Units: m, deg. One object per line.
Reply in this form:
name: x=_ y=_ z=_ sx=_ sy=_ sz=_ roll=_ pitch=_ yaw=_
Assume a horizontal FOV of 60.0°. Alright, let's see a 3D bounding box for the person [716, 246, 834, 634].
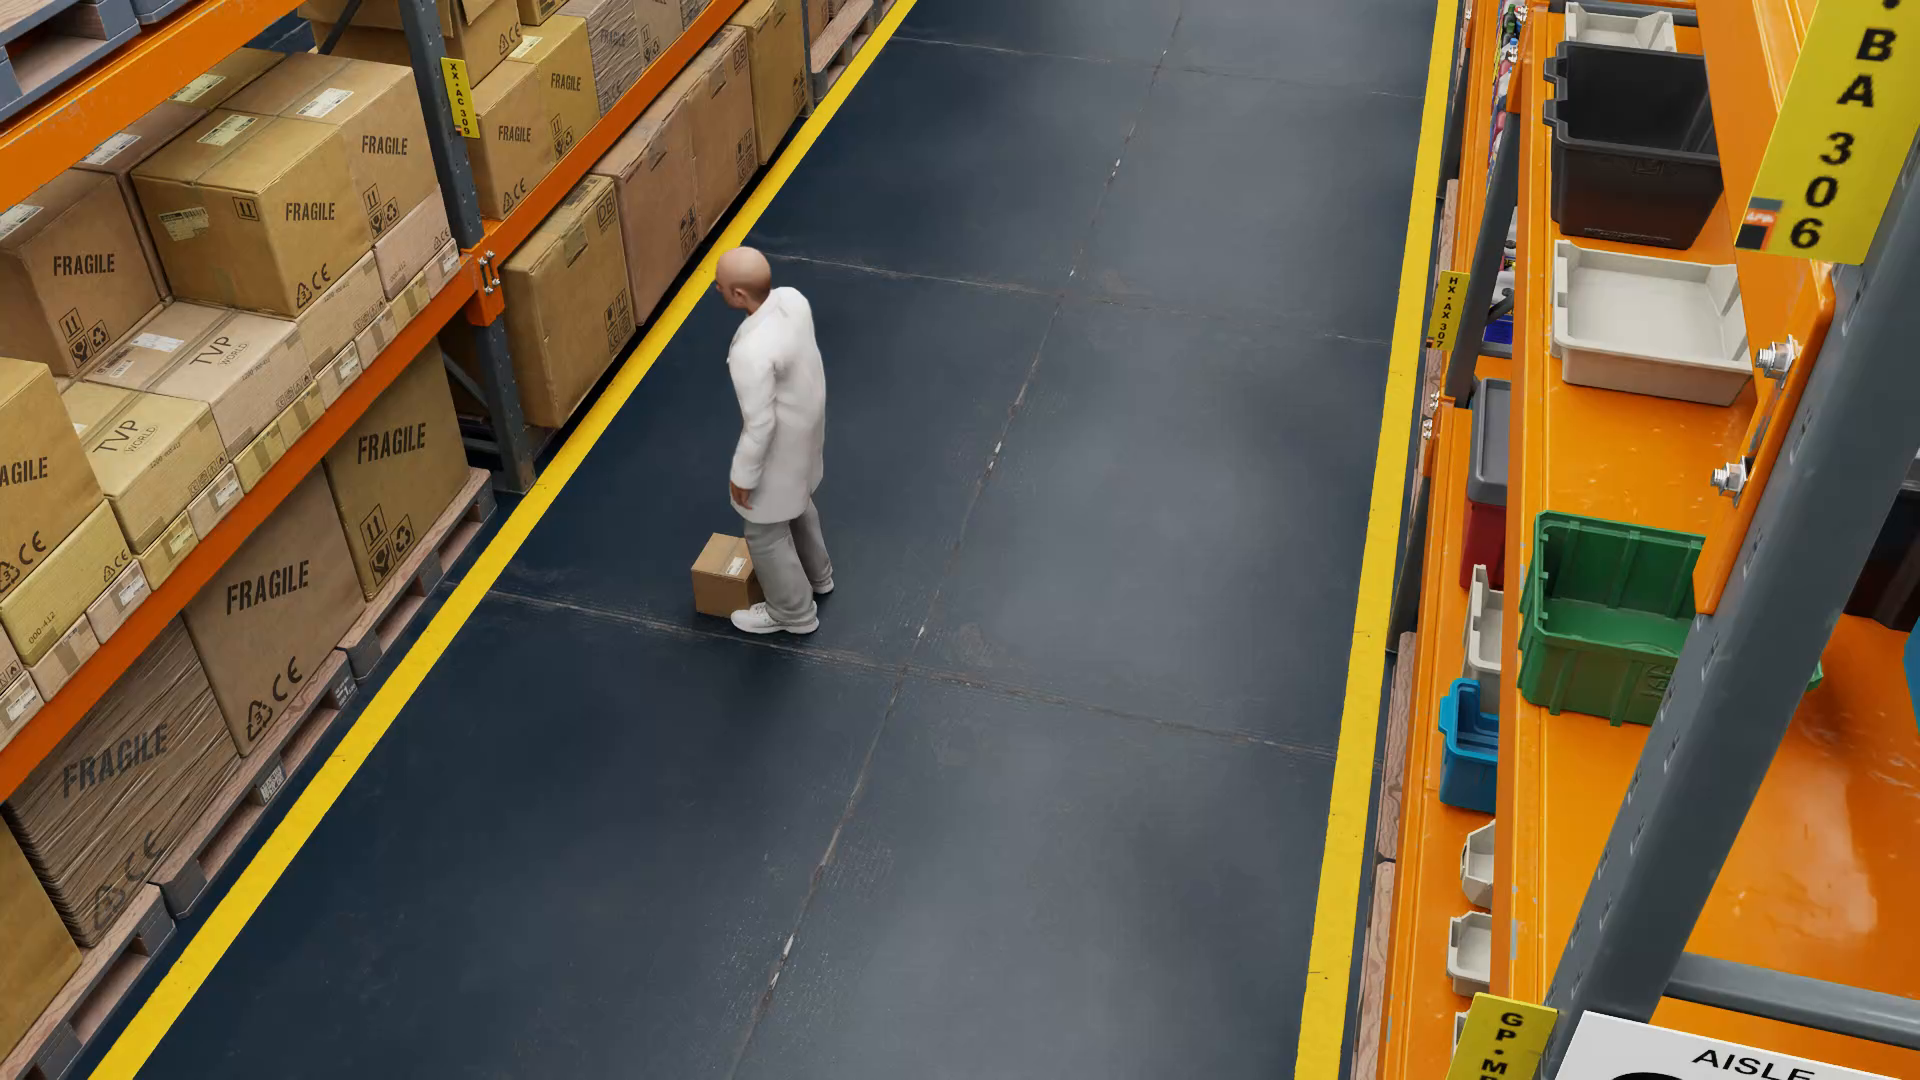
person: x=-0.741 y=-0.383 z=6.618 sx=0.423 sy=1.774 sz=0.643 roll=10 pitch=42 yaw=12
